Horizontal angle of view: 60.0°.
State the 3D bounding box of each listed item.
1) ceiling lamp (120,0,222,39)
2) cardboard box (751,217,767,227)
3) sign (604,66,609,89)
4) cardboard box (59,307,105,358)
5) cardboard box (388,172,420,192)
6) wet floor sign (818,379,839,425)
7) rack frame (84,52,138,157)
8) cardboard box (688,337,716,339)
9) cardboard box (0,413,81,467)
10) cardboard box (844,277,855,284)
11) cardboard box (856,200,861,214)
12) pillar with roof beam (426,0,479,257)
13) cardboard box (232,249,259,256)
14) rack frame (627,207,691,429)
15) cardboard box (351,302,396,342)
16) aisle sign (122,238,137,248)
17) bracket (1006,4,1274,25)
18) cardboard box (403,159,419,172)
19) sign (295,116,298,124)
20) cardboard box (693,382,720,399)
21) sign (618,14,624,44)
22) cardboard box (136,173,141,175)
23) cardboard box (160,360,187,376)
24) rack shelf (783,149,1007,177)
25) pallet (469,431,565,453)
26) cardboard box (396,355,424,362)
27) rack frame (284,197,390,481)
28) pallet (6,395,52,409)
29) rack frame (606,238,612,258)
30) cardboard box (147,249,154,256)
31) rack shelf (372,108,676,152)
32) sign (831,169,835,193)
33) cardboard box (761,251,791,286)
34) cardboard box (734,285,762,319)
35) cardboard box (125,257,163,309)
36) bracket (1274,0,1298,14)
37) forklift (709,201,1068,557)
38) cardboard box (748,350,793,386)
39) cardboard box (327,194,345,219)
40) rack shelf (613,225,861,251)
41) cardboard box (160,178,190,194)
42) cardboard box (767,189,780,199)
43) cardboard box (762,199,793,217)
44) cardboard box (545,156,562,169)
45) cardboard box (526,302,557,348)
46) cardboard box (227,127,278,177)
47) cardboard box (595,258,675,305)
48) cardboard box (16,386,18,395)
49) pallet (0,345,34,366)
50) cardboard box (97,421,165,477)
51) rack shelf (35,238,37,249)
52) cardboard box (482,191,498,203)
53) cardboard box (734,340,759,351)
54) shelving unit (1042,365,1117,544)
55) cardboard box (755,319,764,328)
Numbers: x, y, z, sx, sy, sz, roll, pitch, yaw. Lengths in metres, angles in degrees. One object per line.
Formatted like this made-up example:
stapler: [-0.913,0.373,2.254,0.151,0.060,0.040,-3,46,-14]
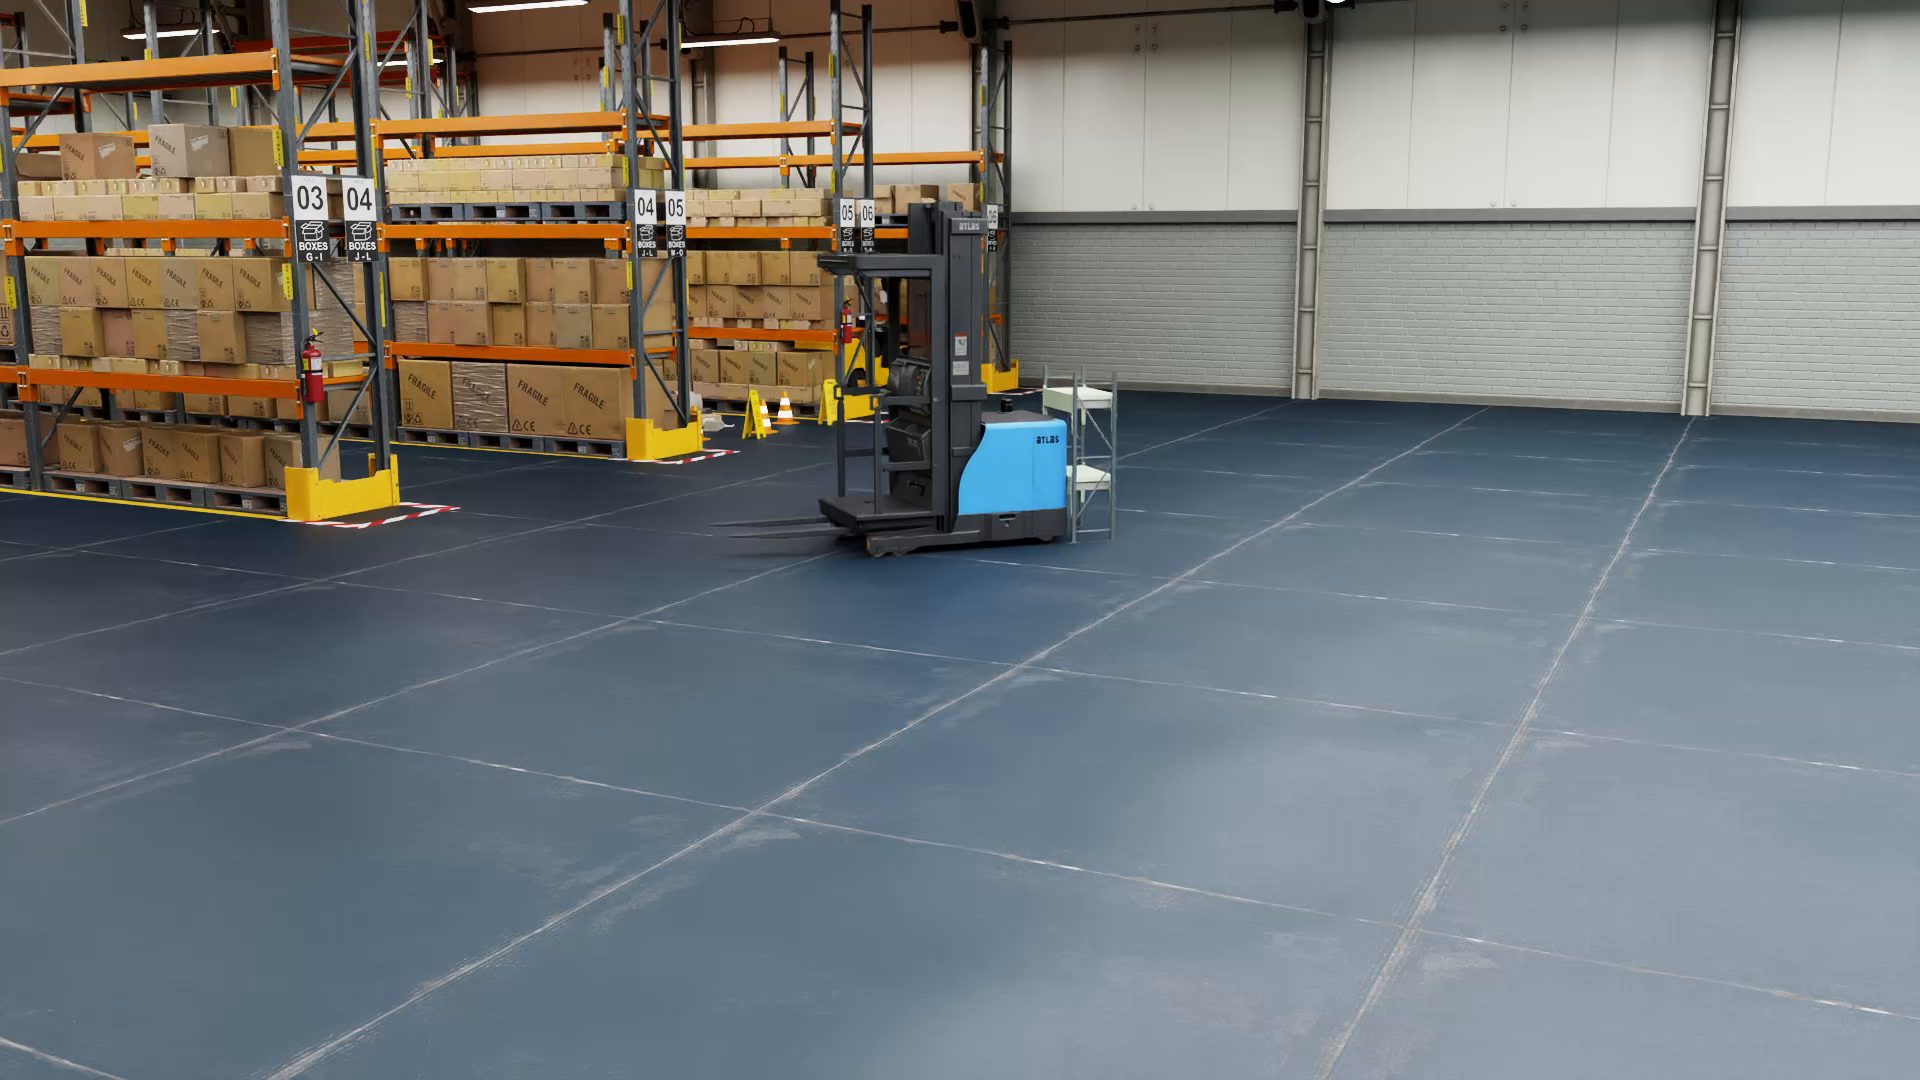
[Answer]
ceiling lamp: [-12.543,-9.688,26.602,2.000,3.185,0.800,5,11,26]
cardboard box: [-2.911,-4.752,24.846,0.250,0.149,0.380,5,11,25]
sign: [-5.392,-7.048,25.339,0.005,0.325,0.100,5,11,26]
cardboard box: [-8.727,-2.170,17.184,0.500,0.500,0.875,5,11,26]
cardboard box: [-6.936,-4.571,21.265,0.500,0.250,0.500,5,11,26]
wet floor sign: [-1.867,-1.988,23.904,0.267,0.644,0.232,-10,14,-43]
rack frame: [-15.913,-7.546,31.154,0.127,3.000,1.000,5,11,26]
cardboard box: [-4.799,-3.640,31.907,0.625,0.625,0.875,5,11,23]
cardboard box: [-10.077,-1.103,18.188,0.500,0.500,0.700,4,11,21]
cardboard box: [-1.887,-4.654,29.919,0.250,0.149,0.380,5,11,25]
cardboard box: [-1.762,-5.941,29.629,0.258,0.266,0.396,5,11,24]
pillar with roof beam: [-12.263,-7.535,31.094,0.548,9.000,9.100,5,11,26]
cardboard box: [-12.742,-5.112,29.644,0.250,0.149,0.380,5,11,25]
rack frame: [-3.664,-2.534,20.310,0.127,3.000,1.000,5,11,26]
cardboard box: [-7.837,-2.897,22.033,0.500,0.500,0.500,5,11,25]
aisle sign: [-15.840,-5.928,31.761,0.004,0.787,0.394,5,11,26]
bracket: [2.944,-8.754,27.724,4.783,0.066,0.076,5,11,26]
cardboard box: [-6.845,-4.747,21.120,0.250,0.149,0.380,5,11,25]
sign: [-13.960,-8.750,34.967,0.005,0.325,0.100,5,11,26]
cardboard box: [-3.781,-2.330,25.724,0.500,0.250,0.500,5,11,25]
sign: [-3.916,-5.899,19.212,0.005,0.325,0.100,5,11,26]
cardboard box: [-11.787,-5.197,24.169,0.258,0.266,0.396,5,11,26]
cardboard box: [-7.688,-1.717,16.501,0.250,0.149,0.380,5,11,26]
rack shelf: [-1.165,-6.685,29.540,4.000,0.370,1.077,5,11,26]
pallet: [-5.505,-1.309,21.369,1.213,0.211,1.003,5,11,26]
cardboard box: [-9.321,-3.192,28.731,0.875,0.875,0.875,5,11,25]
rack frame: [-5.949,-1.750,15.977,0.127,3.000,1.000,5,11,26]
pallet: [-15.043,-2.155,26.044,1.213,0.211,1.003,5,11,26]
rack frame: [-6.545,-4.756,32.587,0.127,3.000,1.000,5,11,26]
cardboard box: [-14.765,-5.303,30.701,0.250,0.149,0.380,5,11,26]
rack shelf: [-5.457,-5.093,20.746,4.000,0.370,1.077,5,11,26]
sign: [-1.828,-5.157,23.895,0.005,0.325,0.100,5,11,26]
cardboard box: [-2.569,-4.067,24.854,0.500,0.500,0.700,5,11,26]
cardboard box: [-3.067,-3.607,25.122,0.500,0.500,0.500,5,11,26]
cardboard box: [-7.894,-2.560,16.531,0.500,0.500,0.500,5,11,26]
bracket: [5.255,-8.551,26.602,0.430,0.232,0.235,5,11,26]
forklift: [-0.623,-1.405,14.266,3.031,2.935,1.130,-4,11,-22]
cardboard box: [-2.867,-2.617,25.205,0.500,0.500,0.500,6,12,28]
cardboard box: [-6.267,-3.231,16.161,0.500,0.250,0.500,5,12,28]
rack shelf: [-3.358,-4.612,25.389,4.000,0.370,1.077,5,11,26]
cardboard box: [-7.500,-3.424,16.106,0.250,0.149,0.380,4,11,23]
cardboard box: [-2.654,-5.129,24.690,0.250,0.149,0.380,5,11,26]
cardboard box: [-2.587,-4.921,24.658,0.500,0.250,0.500,5,11,25]
cardboard box: [-4.802,-4.567,20.128,0.250,0.149,0.380,5,12,27]
cardboard box: [-4.966,-2.734,20.993,0.550,0.550,0.875,5,11,26]
cardboard box: [-7.161,-3.828,16.514,0.500,0.500,0.500,5,11,26]
cardboard box: [-3.979,-3.175,20.396,0.550,0.550,0.875,5,11,26]
cardboard box: [-14.609,-2.364,26.193,0.250,0.149,0.380,4,11,23]
pallet: [-10.157,-2.054,18.196,1.213,0.211,1.003,5,11,26]
cardboard box: [-8.678,-0.960,17.451,0.500,0.500,0.500,10,14,44]
rack shelf: [-16.219,-4.759,26.202,4.000,0.370,1.077,5,11,26]
cardboard box: [-5.711,-4.255,20.639,0.250,0.149,0.380,5,11,27]
cardboard box: [-3.216,-2.956,25.252,0.250,0.149,0.380,6,12,28]
shelving unit: [1.055,-0.782,14.838,0.431,1.500,0.755,-3,11,-18]
cardboard box: [-2.903,-3.288,25.182,0.250,0.149,0.380,5,11,27]
